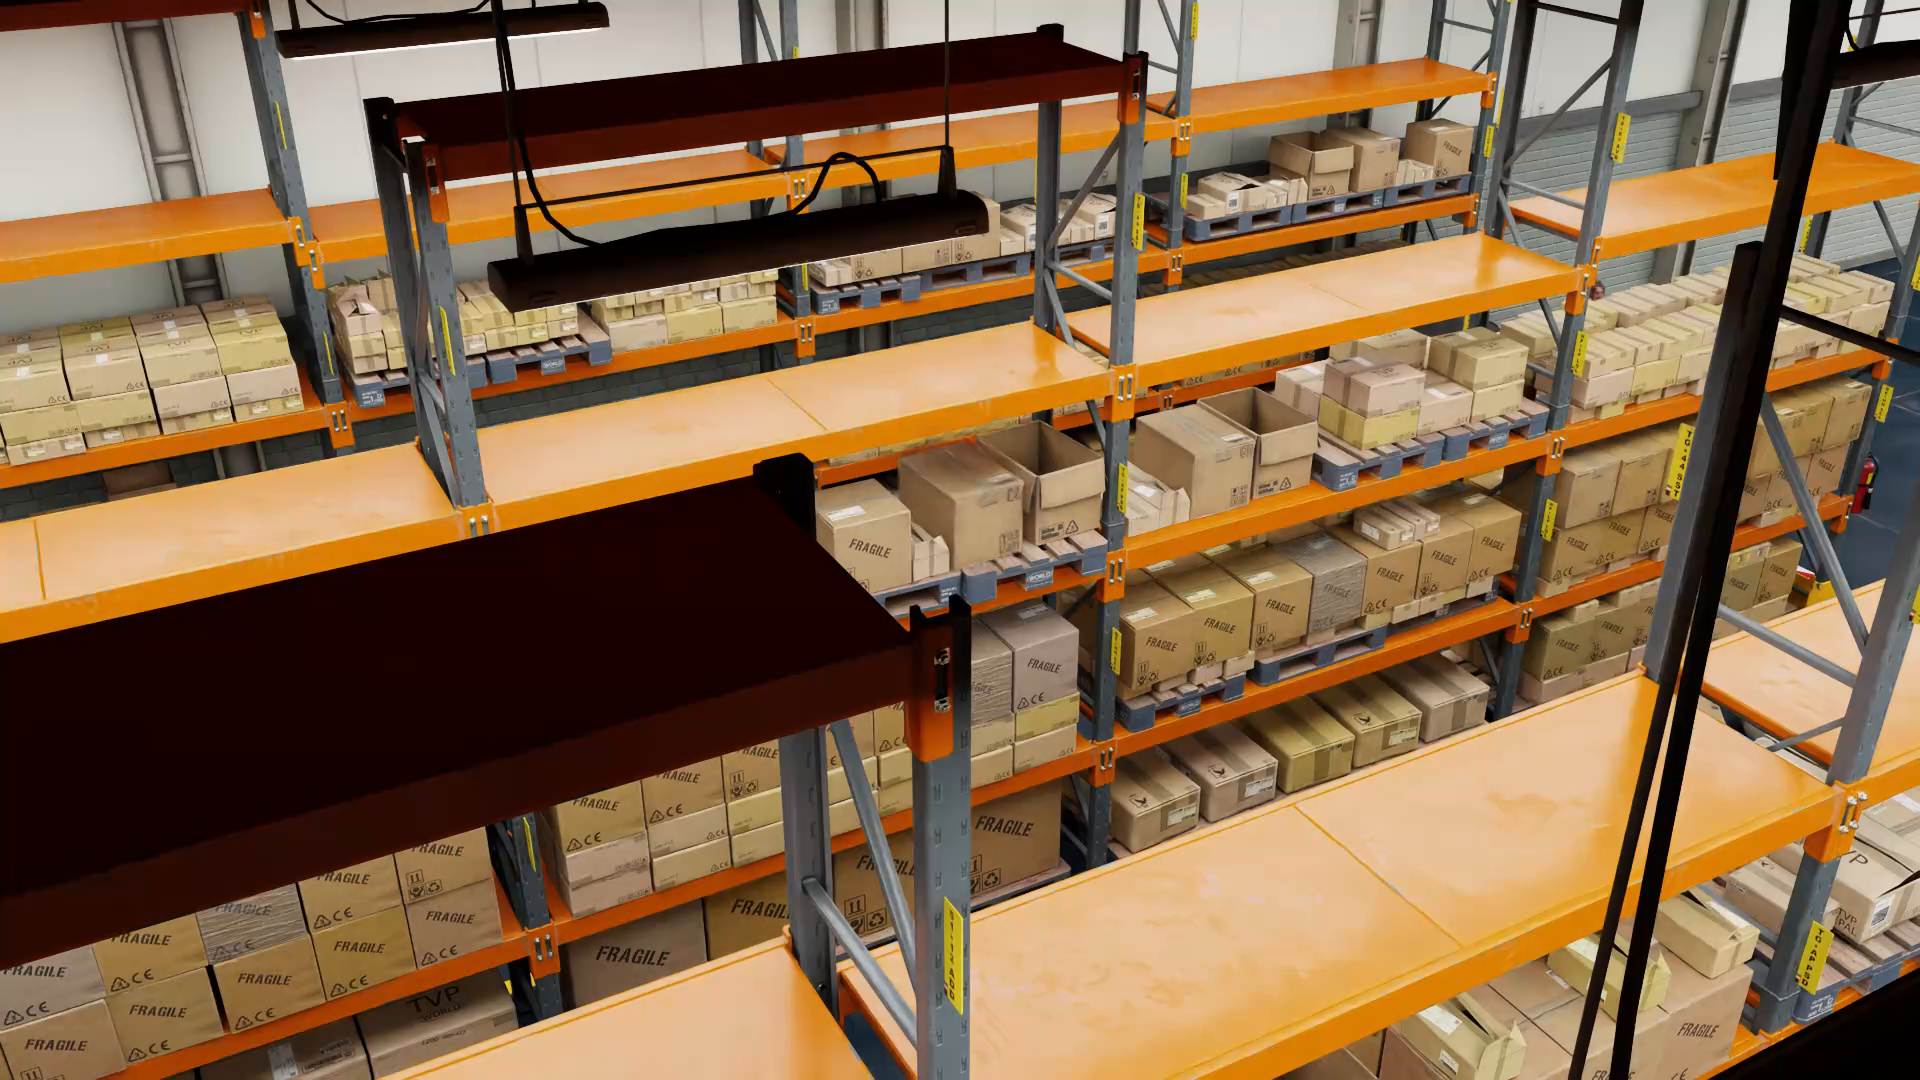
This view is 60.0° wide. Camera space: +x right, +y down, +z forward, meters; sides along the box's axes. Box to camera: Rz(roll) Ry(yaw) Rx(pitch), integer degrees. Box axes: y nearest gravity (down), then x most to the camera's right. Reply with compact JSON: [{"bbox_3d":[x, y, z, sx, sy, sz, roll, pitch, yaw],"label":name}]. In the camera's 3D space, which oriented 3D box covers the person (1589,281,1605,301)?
[{"bbox_3d":[7.384,-2.336,19.698,0.415,1.557,0.847,-13,31,-24],"label":"person"}]
